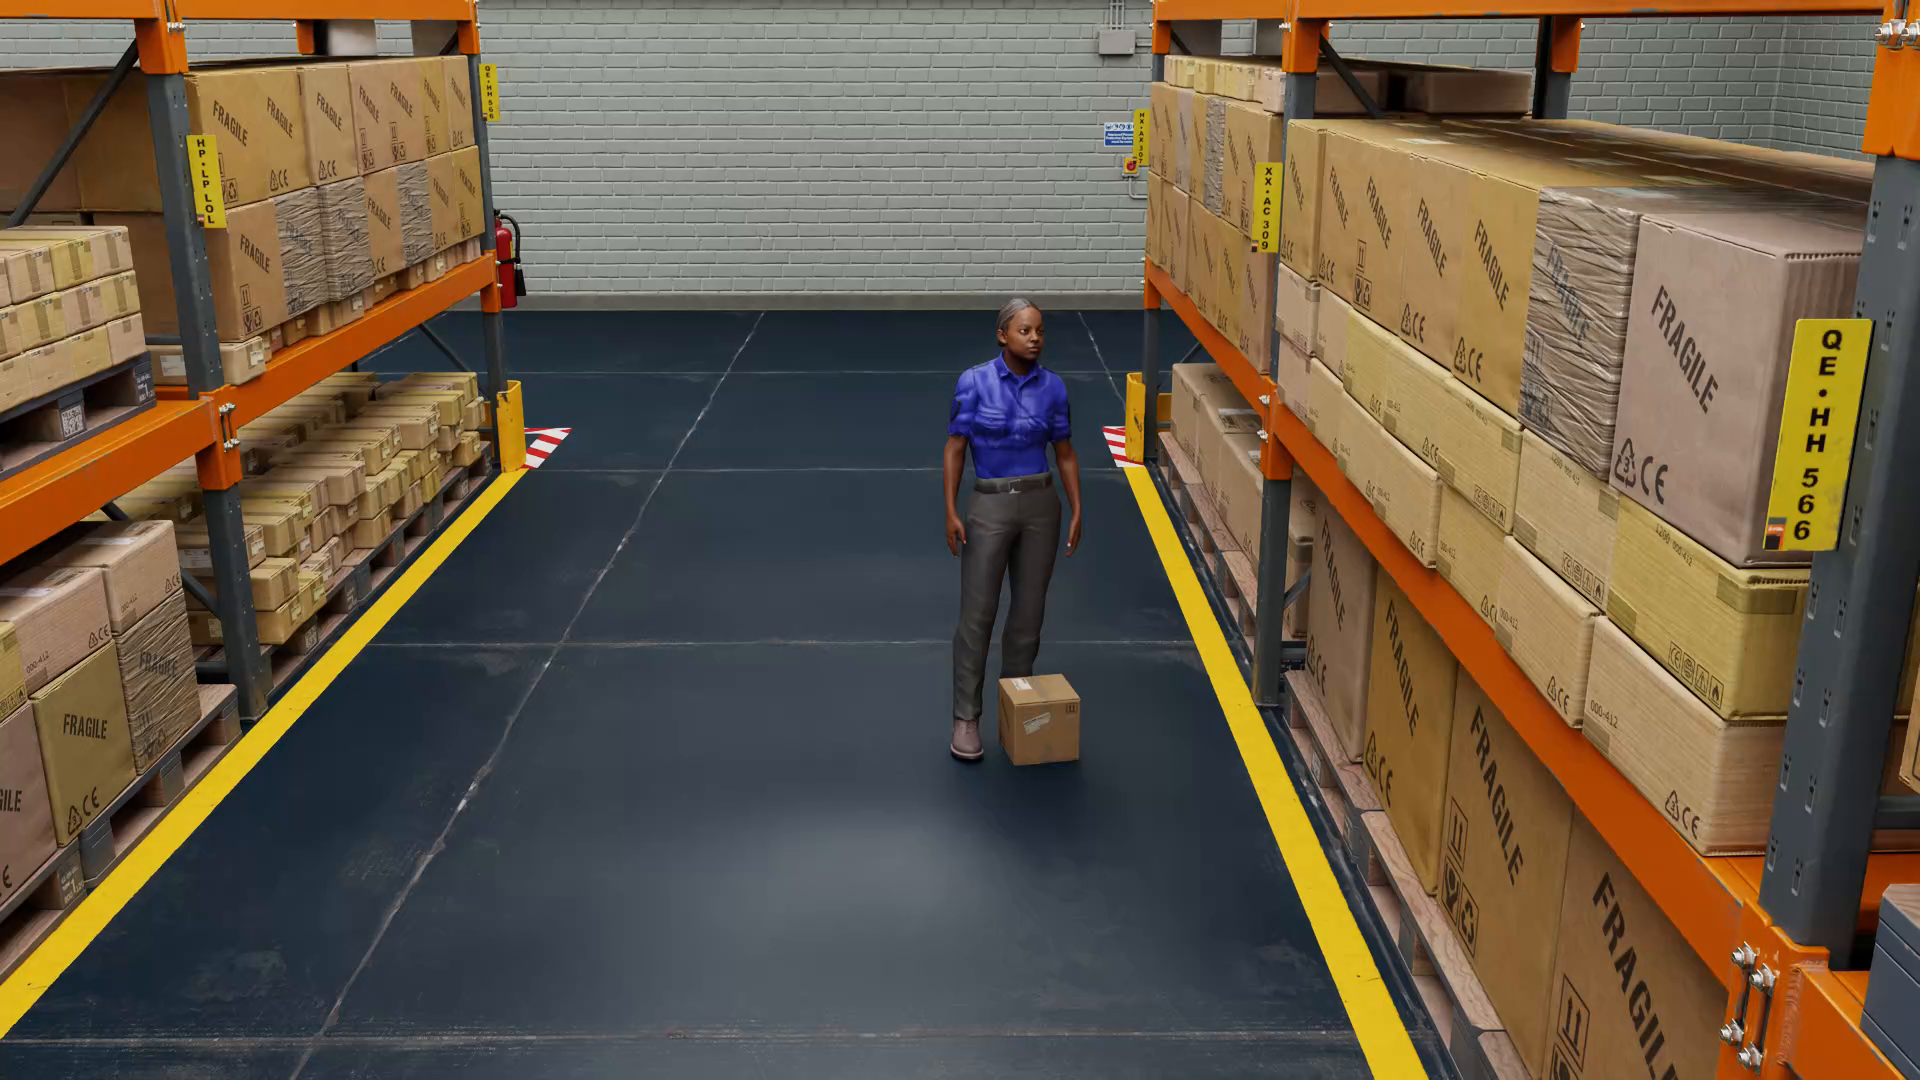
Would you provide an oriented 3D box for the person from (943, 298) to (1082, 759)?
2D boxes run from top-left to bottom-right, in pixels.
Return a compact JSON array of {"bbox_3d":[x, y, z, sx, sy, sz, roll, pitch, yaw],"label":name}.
[{"bbox_3d":[0.203,-0.055,6.205,0.569,1.654,0.504,-4,18,-14],"label":"person"}]
